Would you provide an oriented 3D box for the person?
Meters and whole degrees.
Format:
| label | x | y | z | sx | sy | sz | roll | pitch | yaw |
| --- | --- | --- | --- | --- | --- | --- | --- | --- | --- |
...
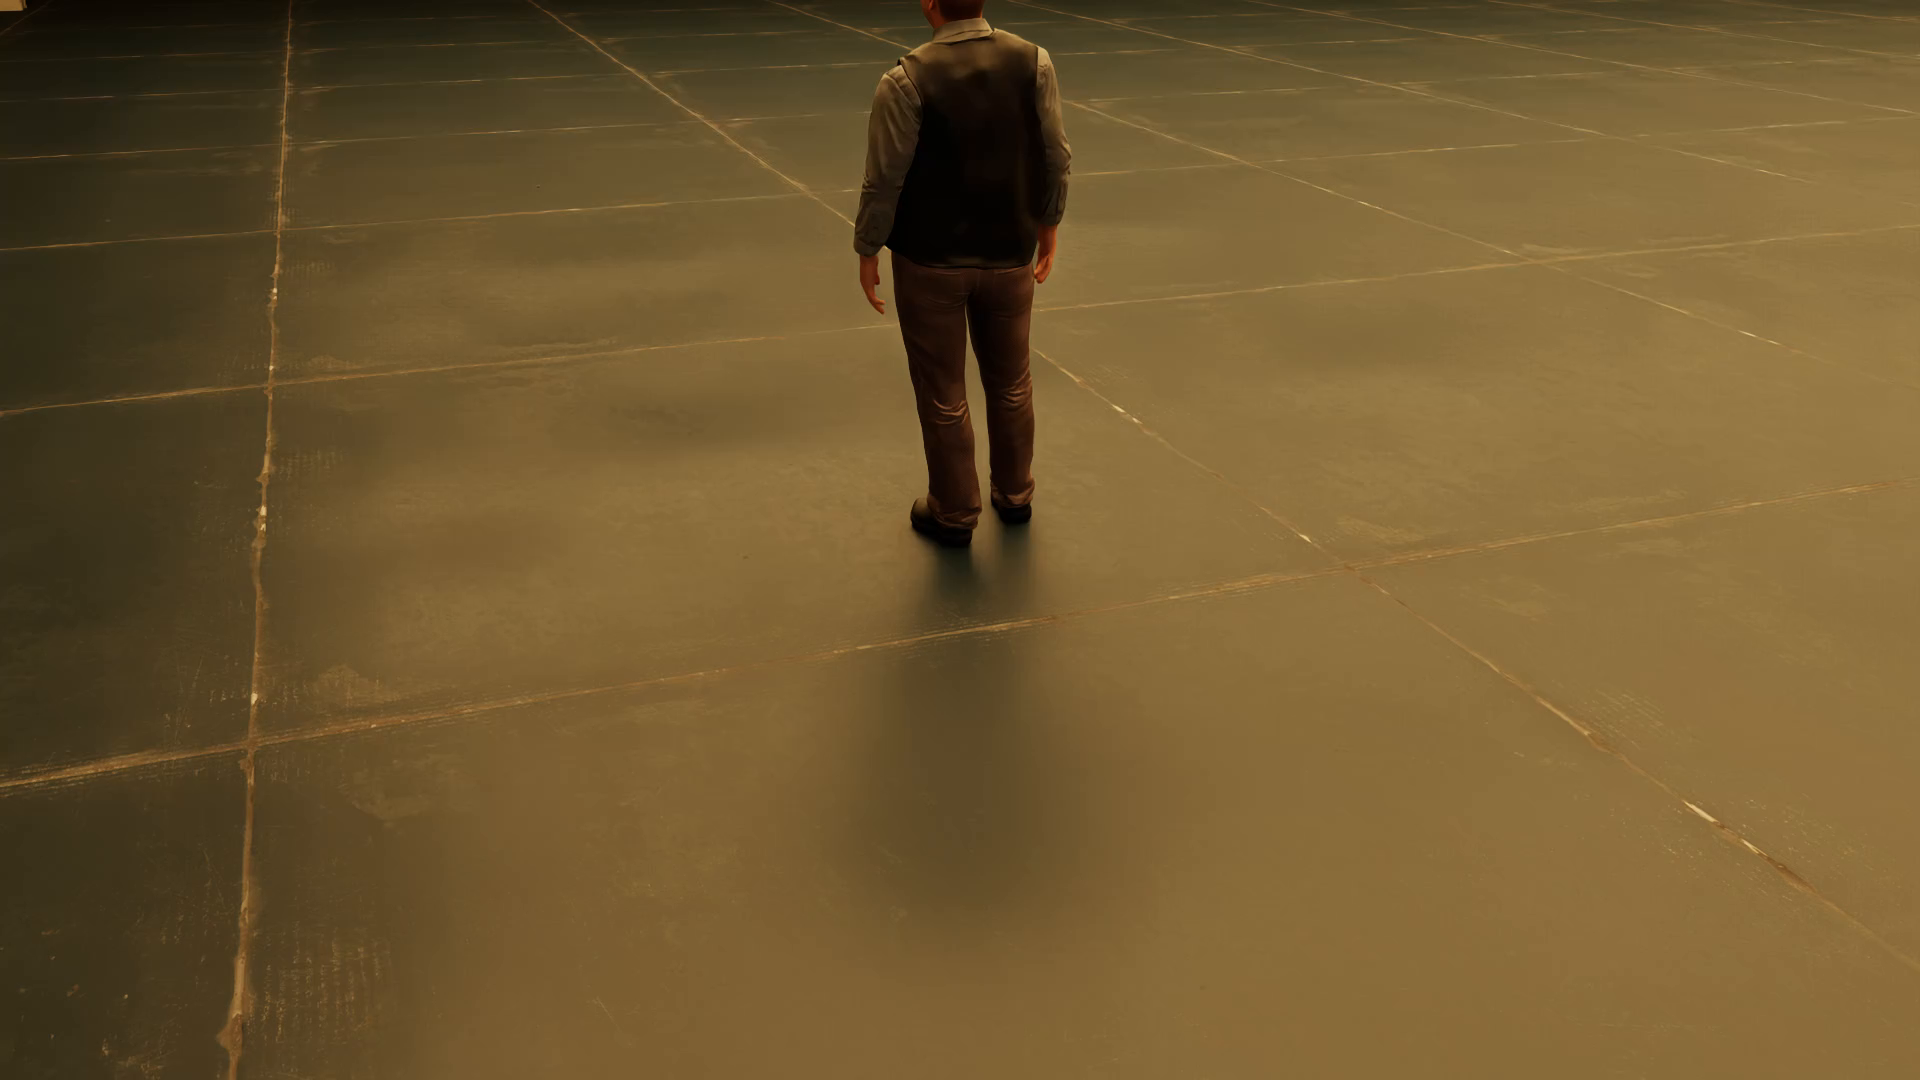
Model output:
| label | x | y | z | sx | sy | sz | roll | pitch | yaw |
| --- | --- | --- | --- | --- | --- | --- | --- | --- | --- |
| person | -0.013 | -0.824 | 4.799 | 0.632 | 1.720 | 0.568 | -8 | 24 | -18 |
